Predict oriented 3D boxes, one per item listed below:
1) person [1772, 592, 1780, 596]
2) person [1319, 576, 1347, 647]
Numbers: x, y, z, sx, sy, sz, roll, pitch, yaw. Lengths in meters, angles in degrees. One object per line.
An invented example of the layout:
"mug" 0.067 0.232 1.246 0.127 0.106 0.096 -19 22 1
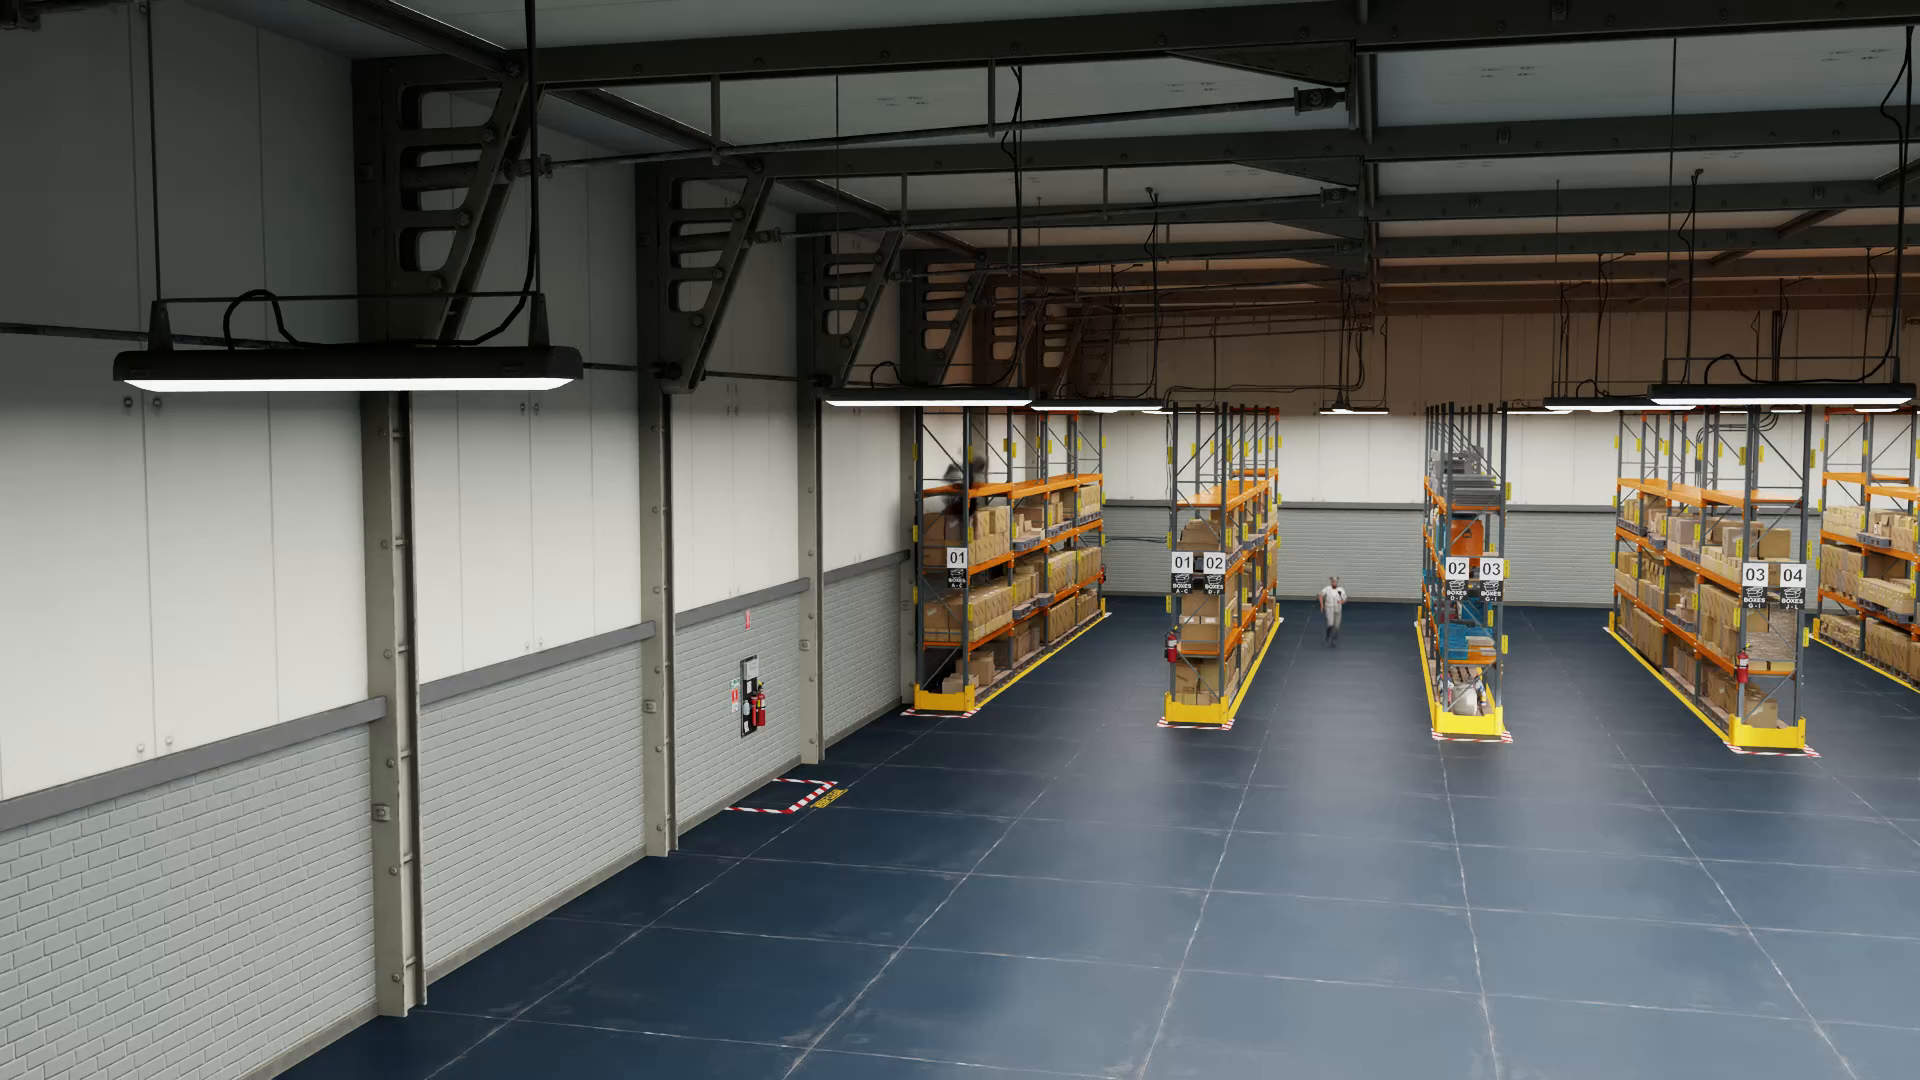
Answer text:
"person" 20.872 1.751 43.086 0.728 1.619 0.610 3 5 34
"person" 9.317 1.784 41.477 0.639 1.794 0.703 0 4 1
